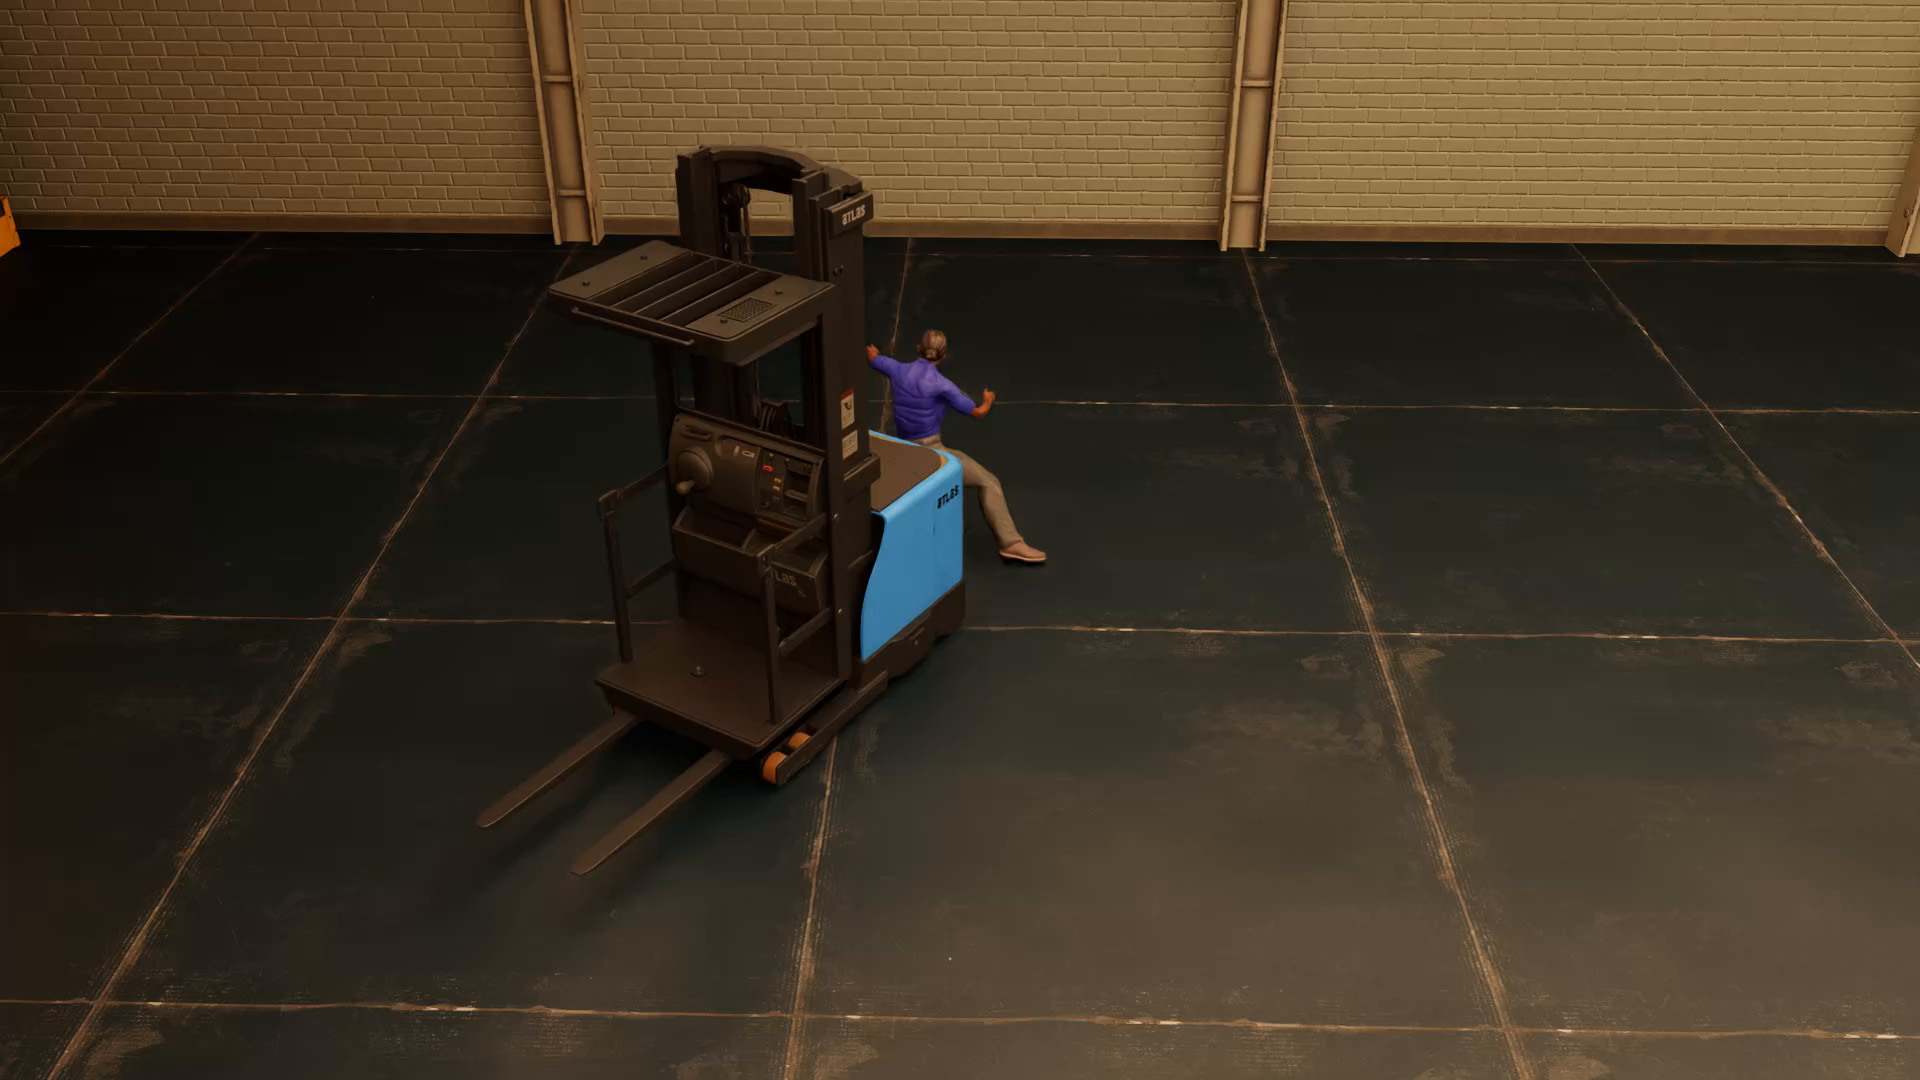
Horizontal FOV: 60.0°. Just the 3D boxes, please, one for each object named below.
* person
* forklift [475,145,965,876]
[{"bbox_3d":[-0.103,-0.630,10.212,1.460,1.388,0.745,17,34,26],"label":"person"},{"bbox_3d":[-1.186,-0.297,8.118,1.130,2.935,3.031,18,35,28],"label":"forklift"}]
